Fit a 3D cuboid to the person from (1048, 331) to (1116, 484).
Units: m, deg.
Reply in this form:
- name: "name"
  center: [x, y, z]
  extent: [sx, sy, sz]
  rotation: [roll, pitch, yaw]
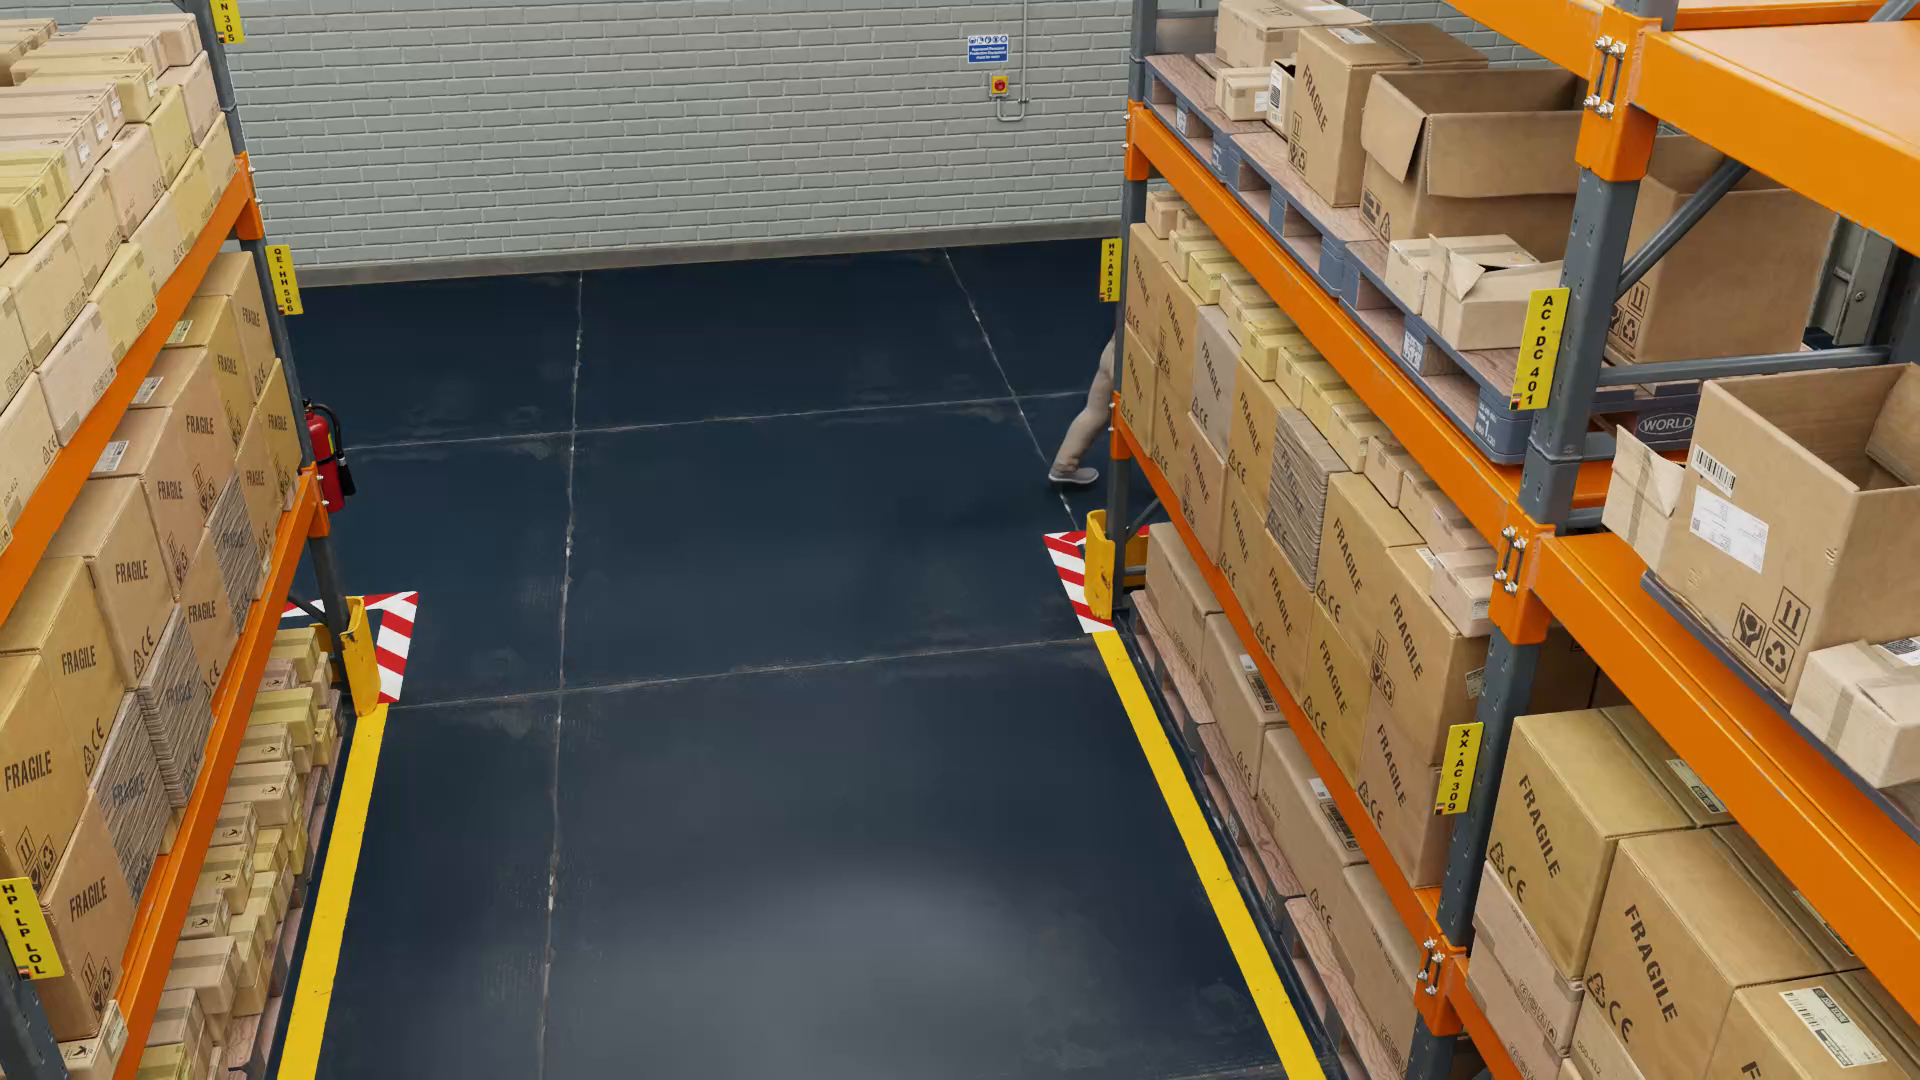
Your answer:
- name: "person"
  center: [1.117, -1.059, 9.934]
  extent: [1.118, 1.647, 0.606]
  rotation: [-6, 31, -10]
